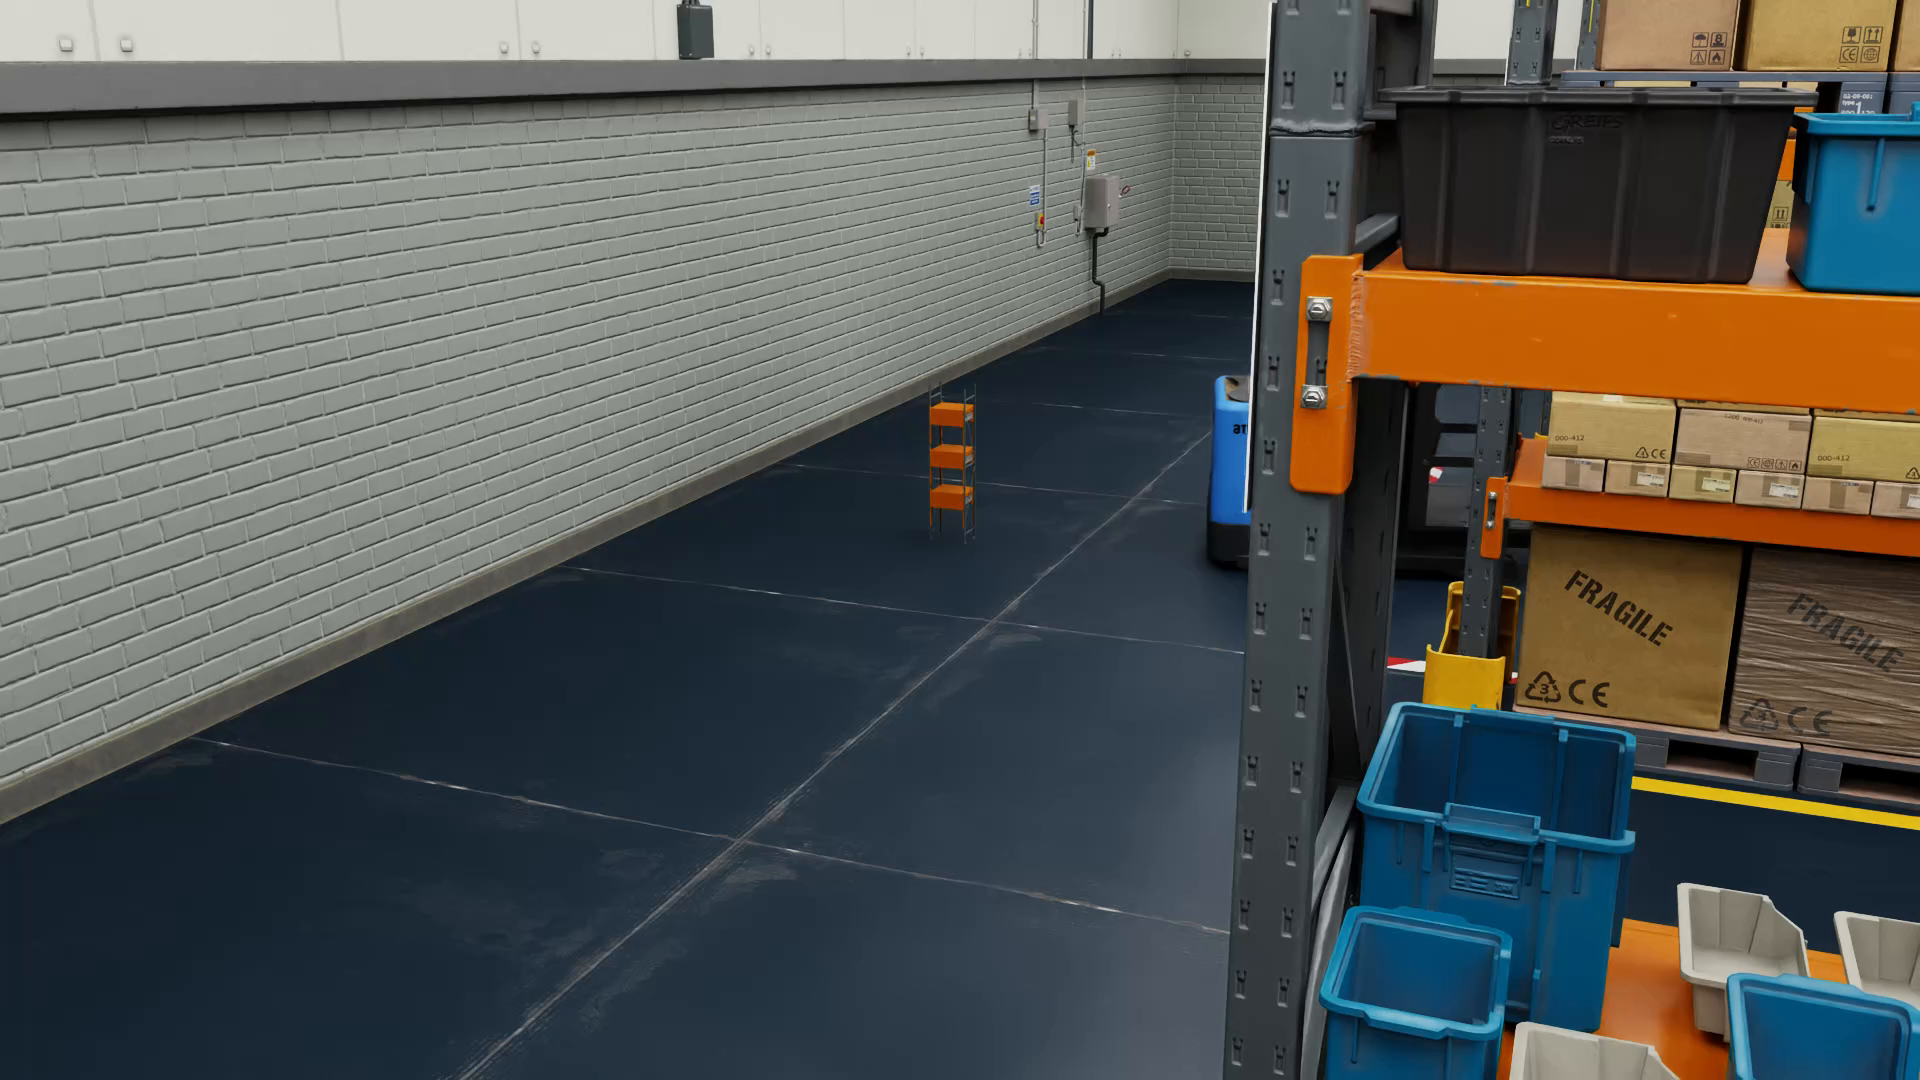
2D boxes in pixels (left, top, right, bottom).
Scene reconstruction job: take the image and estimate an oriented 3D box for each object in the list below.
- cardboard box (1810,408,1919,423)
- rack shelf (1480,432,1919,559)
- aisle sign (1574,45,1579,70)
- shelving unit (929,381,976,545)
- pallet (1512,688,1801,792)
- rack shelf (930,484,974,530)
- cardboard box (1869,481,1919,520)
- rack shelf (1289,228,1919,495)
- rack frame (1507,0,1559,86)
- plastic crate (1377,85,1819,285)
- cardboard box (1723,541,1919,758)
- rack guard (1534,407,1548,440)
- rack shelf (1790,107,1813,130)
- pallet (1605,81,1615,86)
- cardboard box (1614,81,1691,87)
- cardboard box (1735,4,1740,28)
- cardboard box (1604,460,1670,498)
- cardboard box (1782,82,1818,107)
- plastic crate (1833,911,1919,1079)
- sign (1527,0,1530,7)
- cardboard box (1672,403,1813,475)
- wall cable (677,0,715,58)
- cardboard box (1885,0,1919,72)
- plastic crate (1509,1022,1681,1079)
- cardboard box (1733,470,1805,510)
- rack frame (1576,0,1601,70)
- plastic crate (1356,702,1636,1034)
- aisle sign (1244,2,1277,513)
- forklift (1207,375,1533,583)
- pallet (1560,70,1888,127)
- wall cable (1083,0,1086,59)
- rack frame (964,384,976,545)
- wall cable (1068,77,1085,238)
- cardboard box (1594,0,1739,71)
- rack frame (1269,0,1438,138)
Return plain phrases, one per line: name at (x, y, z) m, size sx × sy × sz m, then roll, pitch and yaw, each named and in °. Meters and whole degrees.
cardboard box at (3.824, -0.788, 6.898) m, size 0.500 × 0.500 × 0.500 m, roll 6°, pitch 17°, yaw 19°
rack shelf at (4.388, -0.029, 7.182) m, size 4.000 × 0.370 × 1.077 m, roll 6°, pitch 17°, yaw 21°
aisle sign at (4.263, -3.033, 11.577) m, size 0.004 × 0.787 × 0.394 m, roll 6°, pitch 17°, yaw 21°
shelving unit at (-0.050, -0.510, 11.046) m, size 0.252 × 1.050 × 0.215 m, roll 6°, pitch 17°, yaw 21°
pallet at (3.300, 0.822, 7.963) m, size 1.213 × 0.211 × 1.003 m, roll 6°, pitch 17°, yaw 21°
rack shelf at (-0.050, -0.233, 11.127) m, size 0.240 × 0.259 × 0.215 m, roll 6°, pitch 17°, yaw 21°
cardboard box at (3.933, -0.205, 6.951) m, size 0.250 × 0.149 × 0.380 m, roll 6°, pitch 17°, yaw 20°
rack shelf at (2.570, -0.185, 2.339) m, size 4.000 × 0.370 × 1.077 m, roll 6°, pitch 17°, yaw 21°
rack frame at (2.527, -3.460, 6.950) m, size 0.127 × 3.000 × 1.000 m, roll 6°, pitch 17°, yaw 21°
plastic crate at (0.966, -0.560, 2.577) m, size 0.590 × 0.269 × 0.497 m, roll 6°, pitch 17°, yaw 21°
cardboard box at (3.999, 0.378, 7.550) m, size 0.875 × 0.875 × 0.875 m, roll 6°, pitch 17°, yaw 21°
rack guard at (4.512, -0.646, 12.504) m, size 0.348 × 0.500 × 1.175 m, roll 6°, pitch 17°, yaw 21°
rack shelf at (6.302, -2.745, 11.159) m, size 4.000 × 0.370 × 1.077 m, roll 6°, pitch 17°, yaw 21°
pallet at (6.857, -4.474, 15.982) m, size 1.213 × 0.211 × 1.003 m, roll 6°, pitch 17°, yaw 21°
cardboard box at (4.765, -3.111, 11.398) m, size 0.500 × 0.250 × 0.500 m, roll 7°, pitch 18°, yaw 23°
cardboard box at (5.115, -3.485, 11.075) m, size 0.250 × 0.149 × 0.380 m, roll 6°, pitch 17°, yaw 21°
cardboard box at (2.976, -0.310, 7.313) m, size 0.250 × 0.149 × 0.380 m, roll 6°, pitch 17°, yaw 20°
cardboard box at (5.737, -3.007, 11.039) m, size 0.500 × 0.250 × 0.500 m, roll 6°, pitch 17°, yaw 19°
plastic crate at (1.799, 0.874, 3.150) m, size 0.243 × 0.136 × 0.396 m, roll 6°, pitch 17°, yaw 21°
sign at (2.318, -2.334, 6.742) m, size 0.005 × 0.325 × 0.100 m, roll 6°, pitch 17°, yaw 21°
cardboard box at (3.361, -0.479, 7.178) m, size 0.500 × 0.250 × 0.500 m, roll 6°, pitch 17°, yaw 20°
wall cable at (-1.468, -6.477, 11.573) m, size 0.120 × 5.999 × 2.277 m, roll 6°, pitch 17°, yaw 21°
cardboard box at (4.009, -2.148, 6.702) m, size 0.500 × 0.500 × 0.700 m, roll 5°, pitch 17°, yaw 17°
plastic crate at (1.087, 0.969, 2.822) m, size 0.298 × 0.136 × 0.250 m, roll 6°, pitch 17°, yaw 21°
cardboard box at (3.457, -0.258, 7.132) m, size 0.250 × 0.149 × 0.380 m, roll 6°, pitch 17°, yaw 20°
rack frame at (4.441, -4.736, 11.346) m, size 0.127 × 3.000 × 1.000 m, roll 6°, pitch 17°, yaw 21°
plastic crate at (1.090, 0.646, 3.397) m, size 0.499 × 0.435 × 0.616 m, roll 6°, pitch 17°, yaw 21°
aisle sign at (0.534, -0.473, 2.759) m, size 0.004 × 0.787 × 0.394 m, roll 6°, pitch 17°, yaw 21°
forklift at (3.131, -1.297, 10.385) m, size 3.031 × 2.935 × 1.130 m, roll 2°, pitch 16°, yaw 8°
pallet at (3.221, -1.903, 7.129) m, size 1.213 × 0.211 × 1.003 m, roll 6°, pitch 17°, yaw 21°
wall cable at (1.047, -6.733, 18.227) m, size 0.029 × 3.000 × 2.355 m, roll 6°, pitch 17°, yaw 21°
rack frame at (0.064, -0.497, 11.003) m, size 0.008 × 1.050 × 0.200 m, roll 6°, pitch 17°, yaw 21°
wall cable at (1.419, -4.576, 19.735) m, size 0.122 × 1.984 × 0.588 m, roll 6°, pitch 17°, yaw 21°
cardboard box at (3.031, -2.278, 7.147) m, size 0.500 × 0.500 × 0.700 m, roll 5°, pitch 17°, yaw 17°
rack frame at (0.710, -2.175, 2.525) m, size 0.127 × 3.000 × 1.000 m, roll 6°, pitch 17°, yaw 21°
